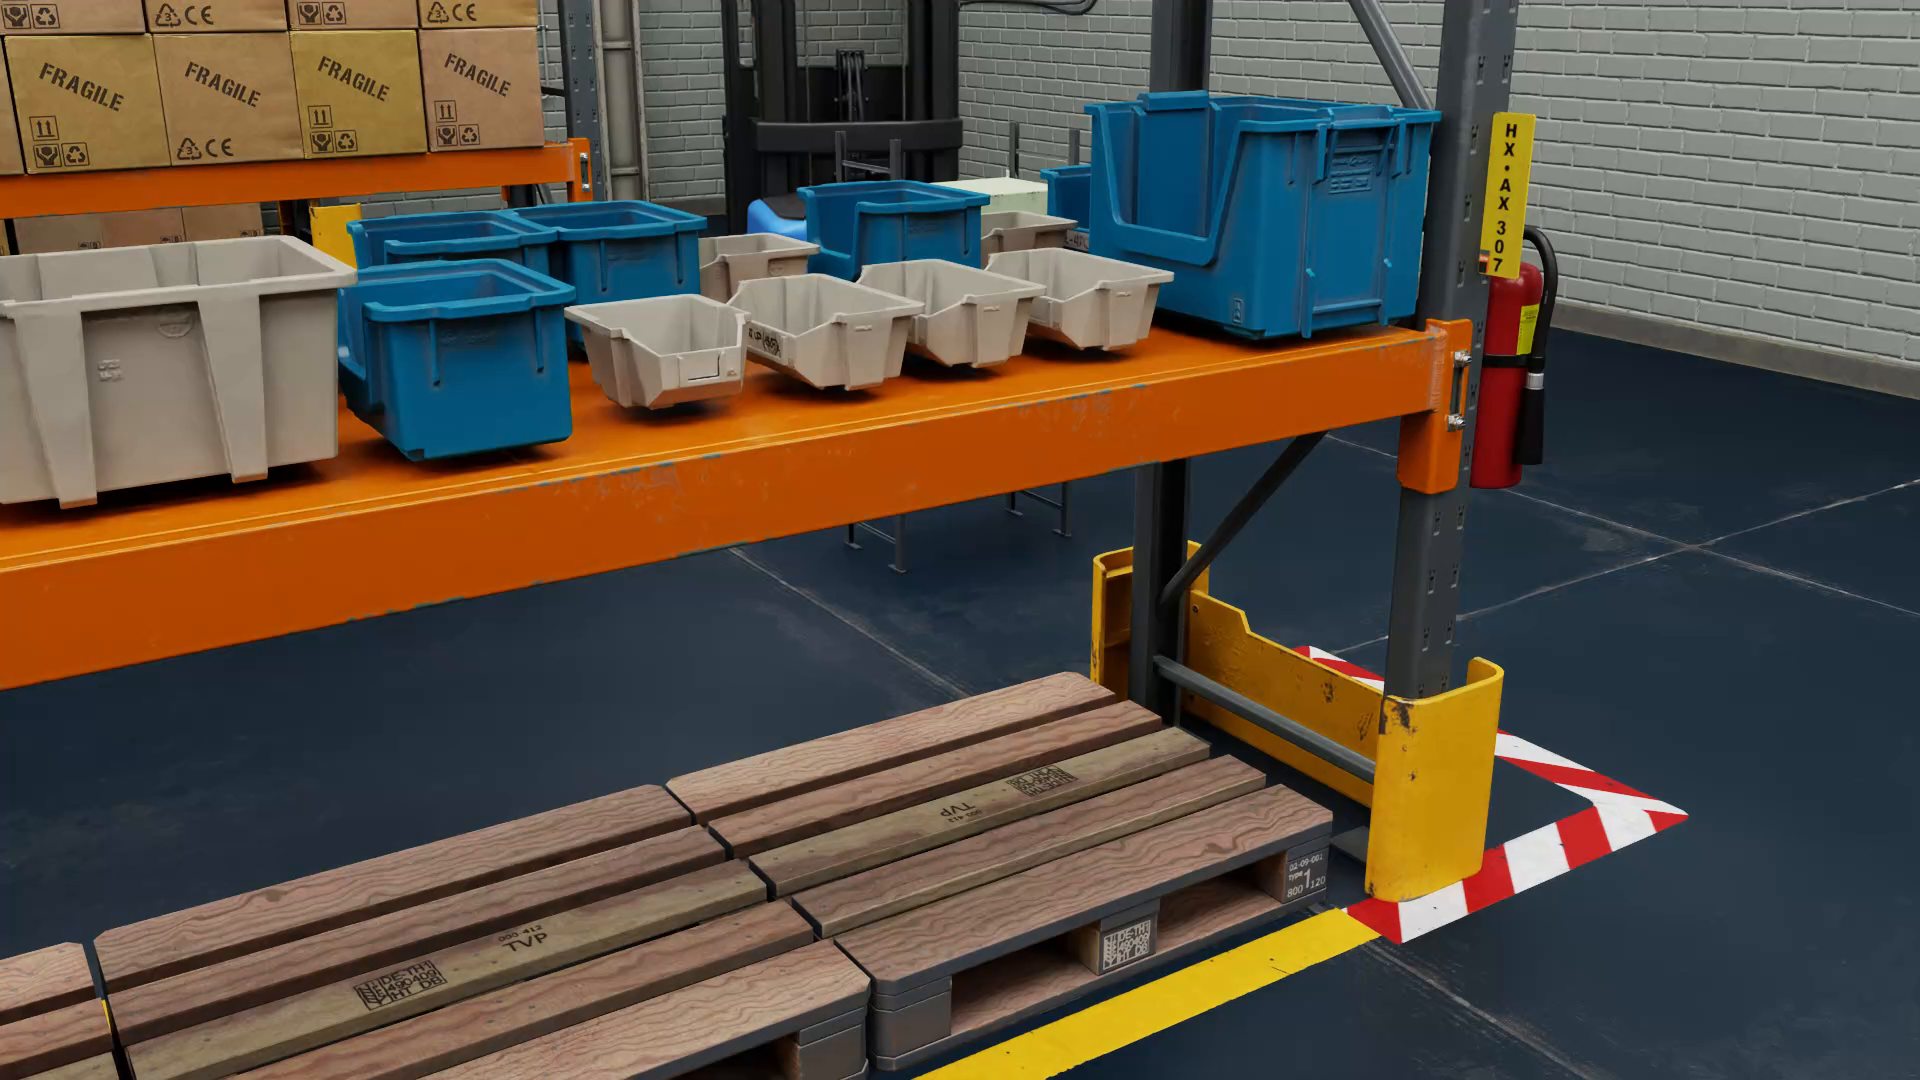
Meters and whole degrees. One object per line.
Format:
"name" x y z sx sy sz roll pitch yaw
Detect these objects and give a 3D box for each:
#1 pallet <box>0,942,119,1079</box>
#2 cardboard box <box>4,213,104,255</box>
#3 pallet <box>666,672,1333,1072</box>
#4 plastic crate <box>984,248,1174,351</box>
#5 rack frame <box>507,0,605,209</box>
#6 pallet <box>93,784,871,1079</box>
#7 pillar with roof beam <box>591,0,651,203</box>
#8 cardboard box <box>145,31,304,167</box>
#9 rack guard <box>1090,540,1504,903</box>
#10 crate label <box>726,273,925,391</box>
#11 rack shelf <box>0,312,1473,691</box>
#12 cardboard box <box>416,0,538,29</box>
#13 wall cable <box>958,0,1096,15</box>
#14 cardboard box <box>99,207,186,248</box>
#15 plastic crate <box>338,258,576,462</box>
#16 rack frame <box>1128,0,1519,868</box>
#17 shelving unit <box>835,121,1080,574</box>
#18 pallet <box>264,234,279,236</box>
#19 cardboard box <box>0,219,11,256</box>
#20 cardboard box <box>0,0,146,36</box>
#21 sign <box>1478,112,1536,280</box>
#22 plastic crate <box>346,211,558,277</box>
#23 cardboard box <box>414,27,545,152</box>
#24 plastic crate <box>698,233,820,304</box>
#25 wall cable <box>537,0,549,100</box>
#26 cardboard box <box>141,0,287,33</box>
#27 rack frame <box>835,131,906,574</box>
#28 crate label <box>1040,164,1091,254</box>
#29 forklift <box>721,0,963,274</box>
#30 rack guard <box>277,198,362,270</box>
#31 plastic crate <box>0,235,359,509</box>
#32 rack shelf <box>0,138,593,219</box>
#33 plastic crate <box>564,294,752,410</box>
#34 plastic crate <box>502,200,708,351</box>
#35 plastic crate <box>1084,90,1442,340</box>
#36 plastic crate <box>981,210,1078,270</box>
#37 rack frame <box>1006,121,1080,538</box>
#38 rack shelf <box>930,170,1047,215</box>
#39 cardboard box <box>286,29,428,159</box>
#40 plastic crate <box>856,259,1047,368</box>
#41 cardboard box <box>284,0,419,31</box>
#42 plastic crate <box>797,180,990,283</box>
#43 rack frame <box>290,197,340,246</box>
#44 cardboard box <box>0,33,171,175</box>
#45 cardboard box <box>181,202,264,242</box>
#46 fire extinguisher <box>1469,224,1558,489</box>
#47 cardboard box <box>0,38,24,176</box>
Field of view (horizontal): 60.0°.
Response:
"pallet" -1.958 1.122 2.596 1.213 0.211 1.003 -12 22 -31
"cardboard box" -6.026 -2.101 11.024 0.500 0.500 0.700 -13 22 -33
"pallet" 0.080 0.692 3.868 1.213 0.211 1.003 -12 22 -31
"plastic crate" 0.208 -0.475 3.284 0.243 0.136 0.396 -12 22 -31
"rack frame" -1.931 -2.089 7.741 0.127 3.000 1.000 -12 22 -31
"pallet" -0.938 0.906 3.236 1.213 0.211 1.003 -12 22 -31
"pillar with roof beam" -0.512 -5.811 9.383 0.400 9.000 9.100 -12 22 -31
"cardboard box" -3.007 -1.806 6.748 0.500 0.500 0.500 -12 22 -31
"rack guard" 0.803 0.413 4.243 0.348 0.500 1.175 -12 22 -31
"crate label" -0.261 -0.372 2.980 0.243 0.136 0.396 -12 22 -31
"rack shelf" -0.880 -0.071 2.893 4.000 0.370 1.077 -12 22 -31
"cardboard box" -2.152 -2.458 7.115 0.500 0.500 0.500 -12 22 -32
"wall cable" 0.261 -5.685 13.859 0.112 2.526 3.097 -12 22 -31
"cardboard box" -5.606 -2.190 11.287 0.500 0.500 0.700 -12 22 -32
"plastic crate" -0.784 -0.282 2.564 0.300 0.233 0.416 -12 22 -31
"rack frame" 0.790 -0.764 3.820 0.127 3.000 1.000 -12 22 -31
"shelving unit" -0.006 -0.709 6.001 0.755 1.500 0.431 -12 22 -31
"pallet" -5.284 -1.931 11.626 1.213 0.211 1.003 -12 22 -31
"cardboard box" -6.467 -2.005 10.741 0.500 0.500 0.700 -11 22 -30
"cardboard box" -3.433 -2.186 6.310 0.500 0.500 0.500 -11 22 -30
"sign" 1.106 -0.697 3.367 0.005 0.325 0.100 -12 22 -31
"plastic crate" -0.948 -0.473 3.127 0.300 0.233 0.416 -12 22 -31
"cardboard box" -2.156 -1.985 7.276 0.500 0.500 0.500 -11 22 -30
"plastic crate" -0.477 -0.558 3.529 0.298 0.136 0.250 -12 22 -31
"wall cable" -4.110 -4.373 12.911 1.851 1.984 0.084 -12 22 -31
"cardboard box" -3.004 -2.277 6.578 0.500 0.500 0.500 -11 22 -30
"rack frame" -0.311 -0.645 5.810 0.023 1.500 0.400 -12 22 -31
"crate label" 0.403 -0.757 3.969 0.303 0.233 0.416 -12 22 -31
"forklift" -0.604 -2.134 7.981 1.130 2.935 3.031 -4 19 -13
"rack guard" -4.639 -2.234 12.071 0.348 0.500 1.175 -12 22 -31
"plastic crate" -1.174 -0.251 2.395 0.530 0.282 0.437 -12 22 -31
"rack shelf" -3.602 -1.396 6.814 4.000 0.370 1.077 -12 22 -31
"plastic crate" -0.498 -0.315 2.812 0.250 0.136 0.298 -12 22 -31
"plastic crate" -0.697 -0.525 3.283 0.300 0.233 0.416 -12 22 -31
"plastic crate" 0.613 -0.700 3.482 0.499 0.435 0.616 -12 22 -31
"plastic crate" 0.089 -0.677 3.883 0.298 0.136 0.250 -12 22 -31
"rack frame" 0.300 -0.774 6.192 0.023 1.500 0.400 -12 22 -31
"rack shelf" -0.006 -1.079 5.876 0.720 0.370 0.431 -12 22 -31
"cardboard box" -2.587 -1.893 7.003 0.500 0.500 0.500 -12 22 -31
"plastic crate" -0.042 -0.428 3.145 0.243 0.136 0.396 -12 22 -31
"cardboard box" -2.573 -2.369 6.851 0.500 0.500 0.500 -11 22 -30
"plastic crate" -0.147 -0.641 3.626 0.300 0.233 0.416 -12 22 -31
"rack frame" -4.659 -3.414 11.658 0.127 3.000 1.000 -12 22 -31
"cardboard box" -3.428 -1.717 6.485 0.500 0.500 0.500 -12 22 -32
"cardboard box" -5.188 -2.278 11.548 0.500 0.500 0.700 -12 22 -31
"fire extinguisher" 1.166 -0.455 3.611 0.183 0.674 0.296 -12 22 -31
"cardboard box" -3.851 -1.627 6.219 0.500 0.500 0.500 -12 22 -32
